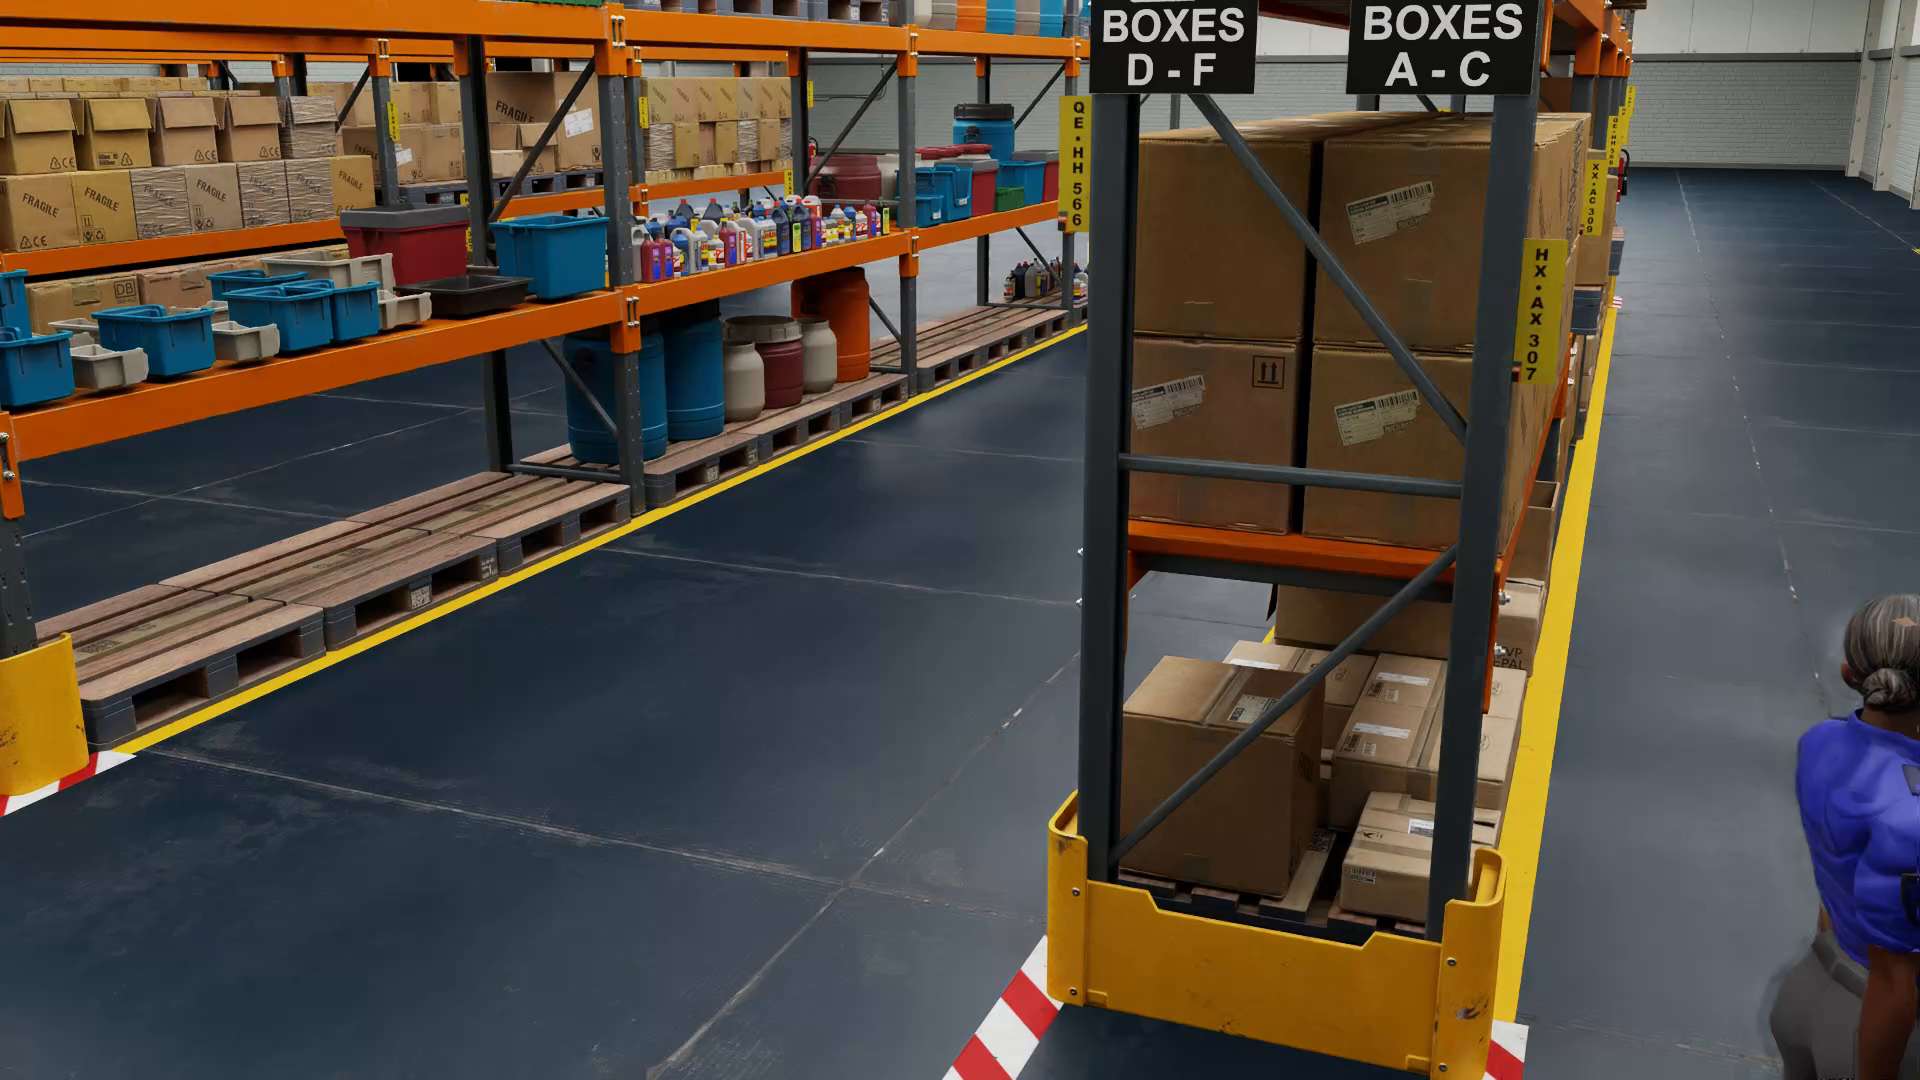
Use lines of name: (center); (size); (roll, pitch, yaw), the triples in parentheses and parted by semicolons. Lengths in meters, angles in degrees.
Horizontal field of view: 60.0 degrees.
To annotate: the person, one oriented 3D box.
person: (1.627, 0.872, 2.918); (0.869, 1.599, 0.501); (1, 16, 5)
